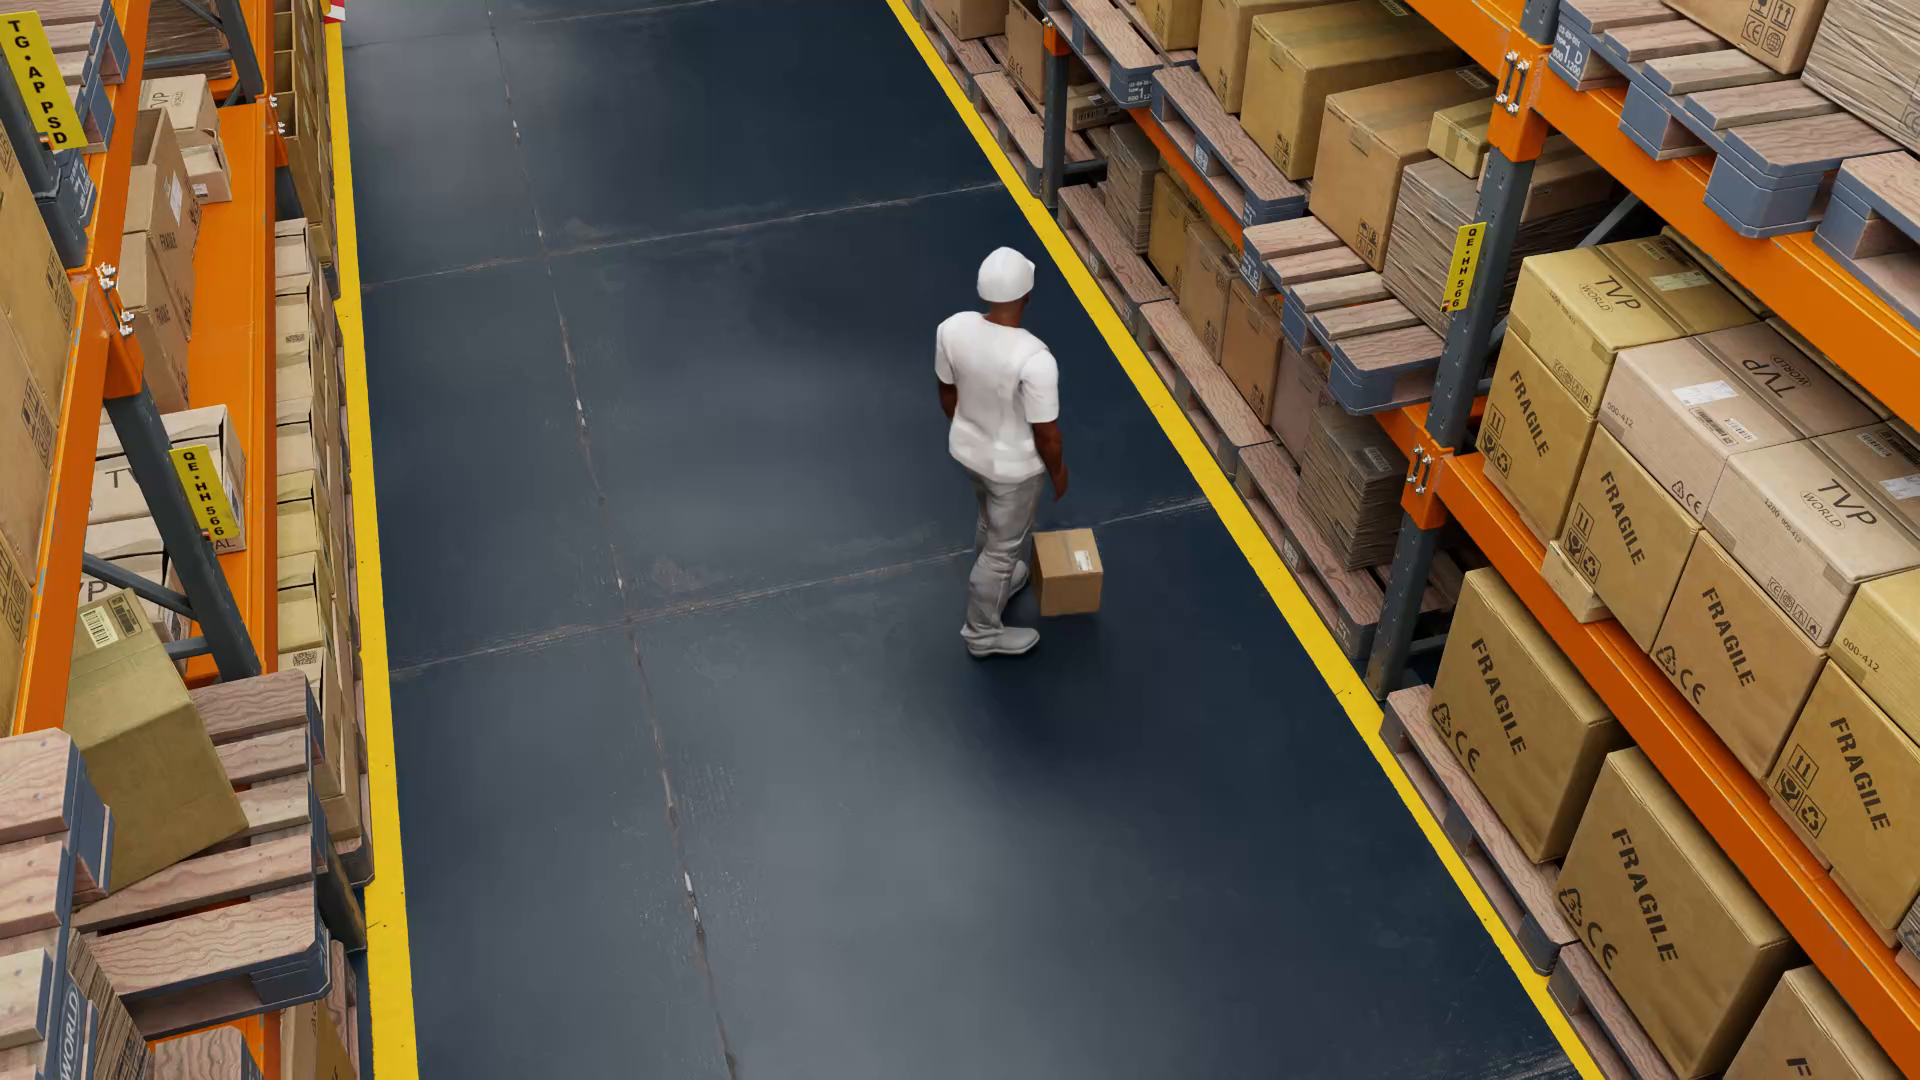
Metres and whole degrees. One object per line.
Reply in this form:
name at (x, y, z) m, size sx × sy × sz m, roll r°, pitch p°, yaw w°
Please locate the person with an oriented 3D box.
person at (0.161, -0.340, 6.522) m, size 0.556 × 1.761 × 0.581 m, roll -33°, pitch 51°, yaw -31°
